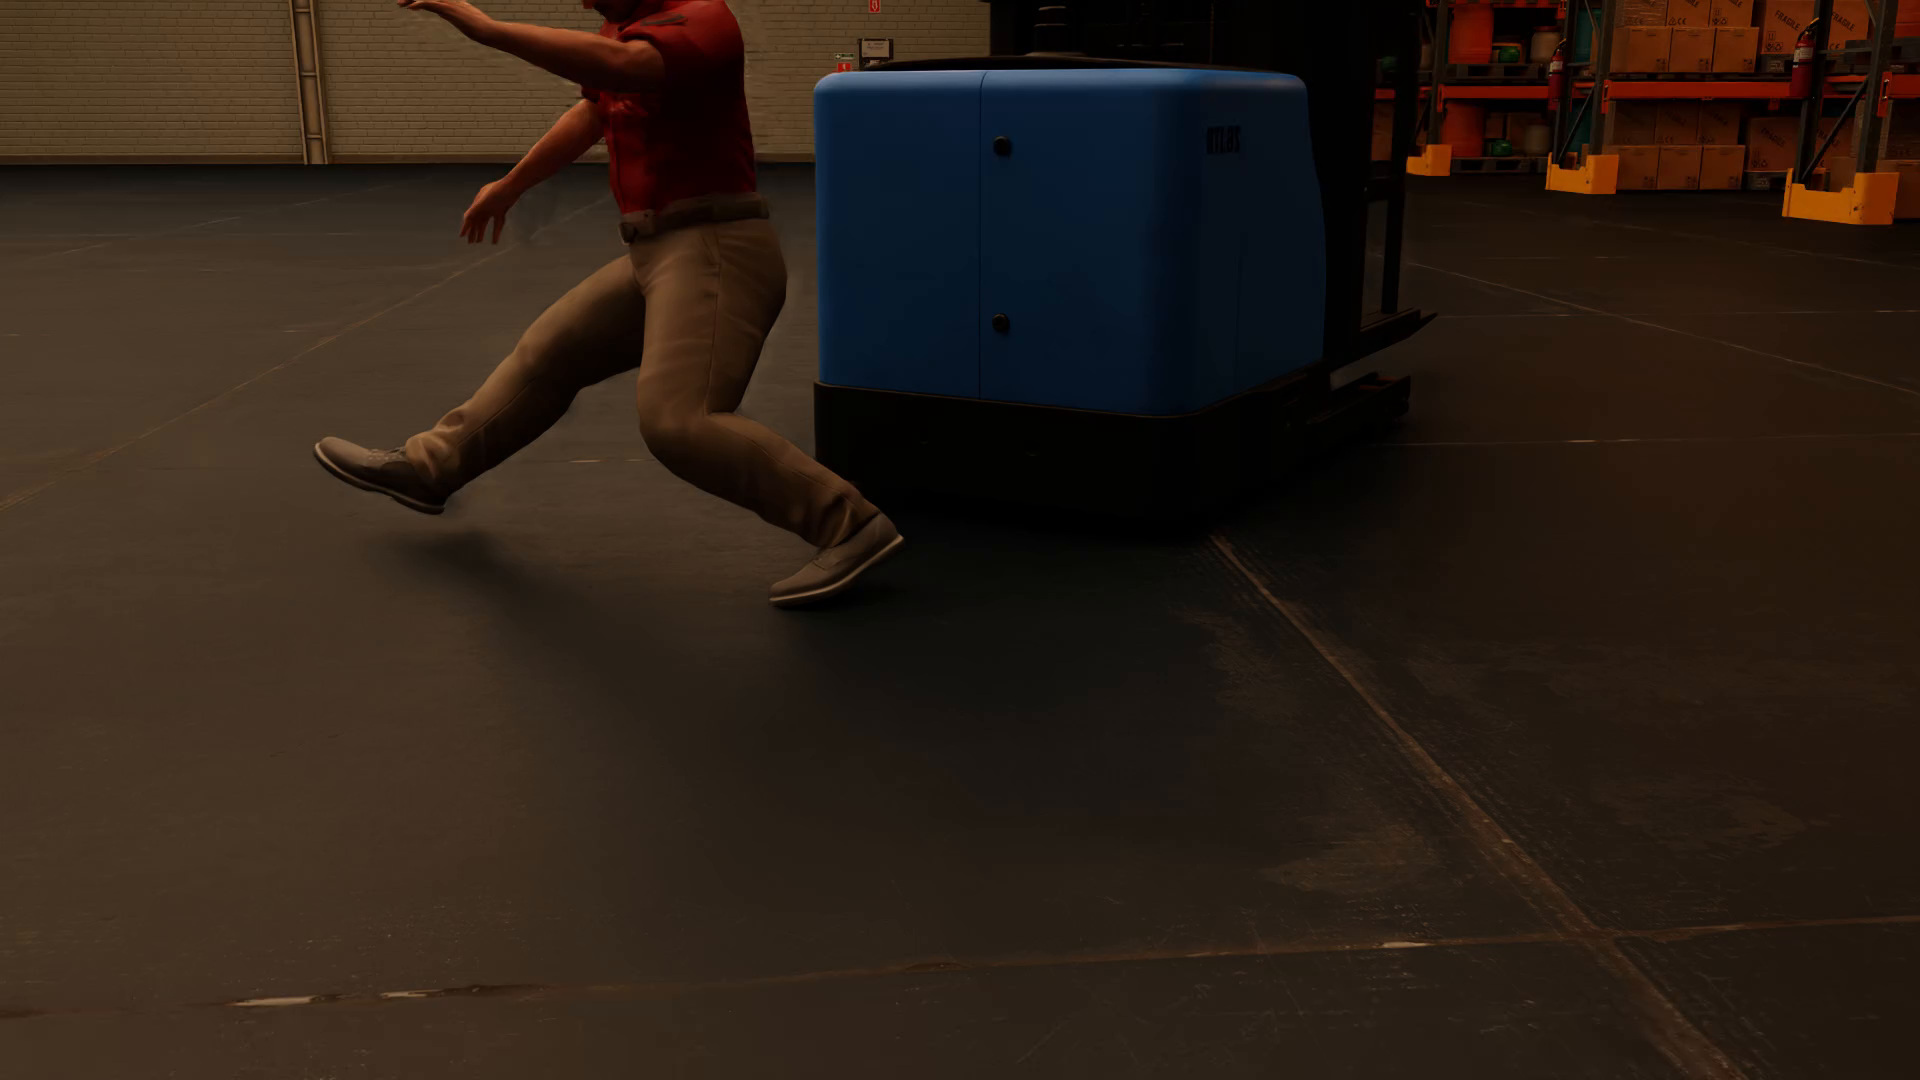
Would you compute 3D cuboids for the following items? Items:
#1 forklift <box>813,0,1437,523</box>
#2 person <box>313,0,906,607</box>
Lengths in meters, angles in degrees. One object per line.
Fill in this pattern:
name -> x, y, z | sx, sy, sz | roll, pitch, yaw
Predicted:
forklift -> 0.790, -1.786, 4.964 | 1.130, 2.935, 3.031 | 8, 17, 29
person -> -0.820, -0.629, 3.572 | 1.127, 1.428, 1.082 | -6, 16, -22
